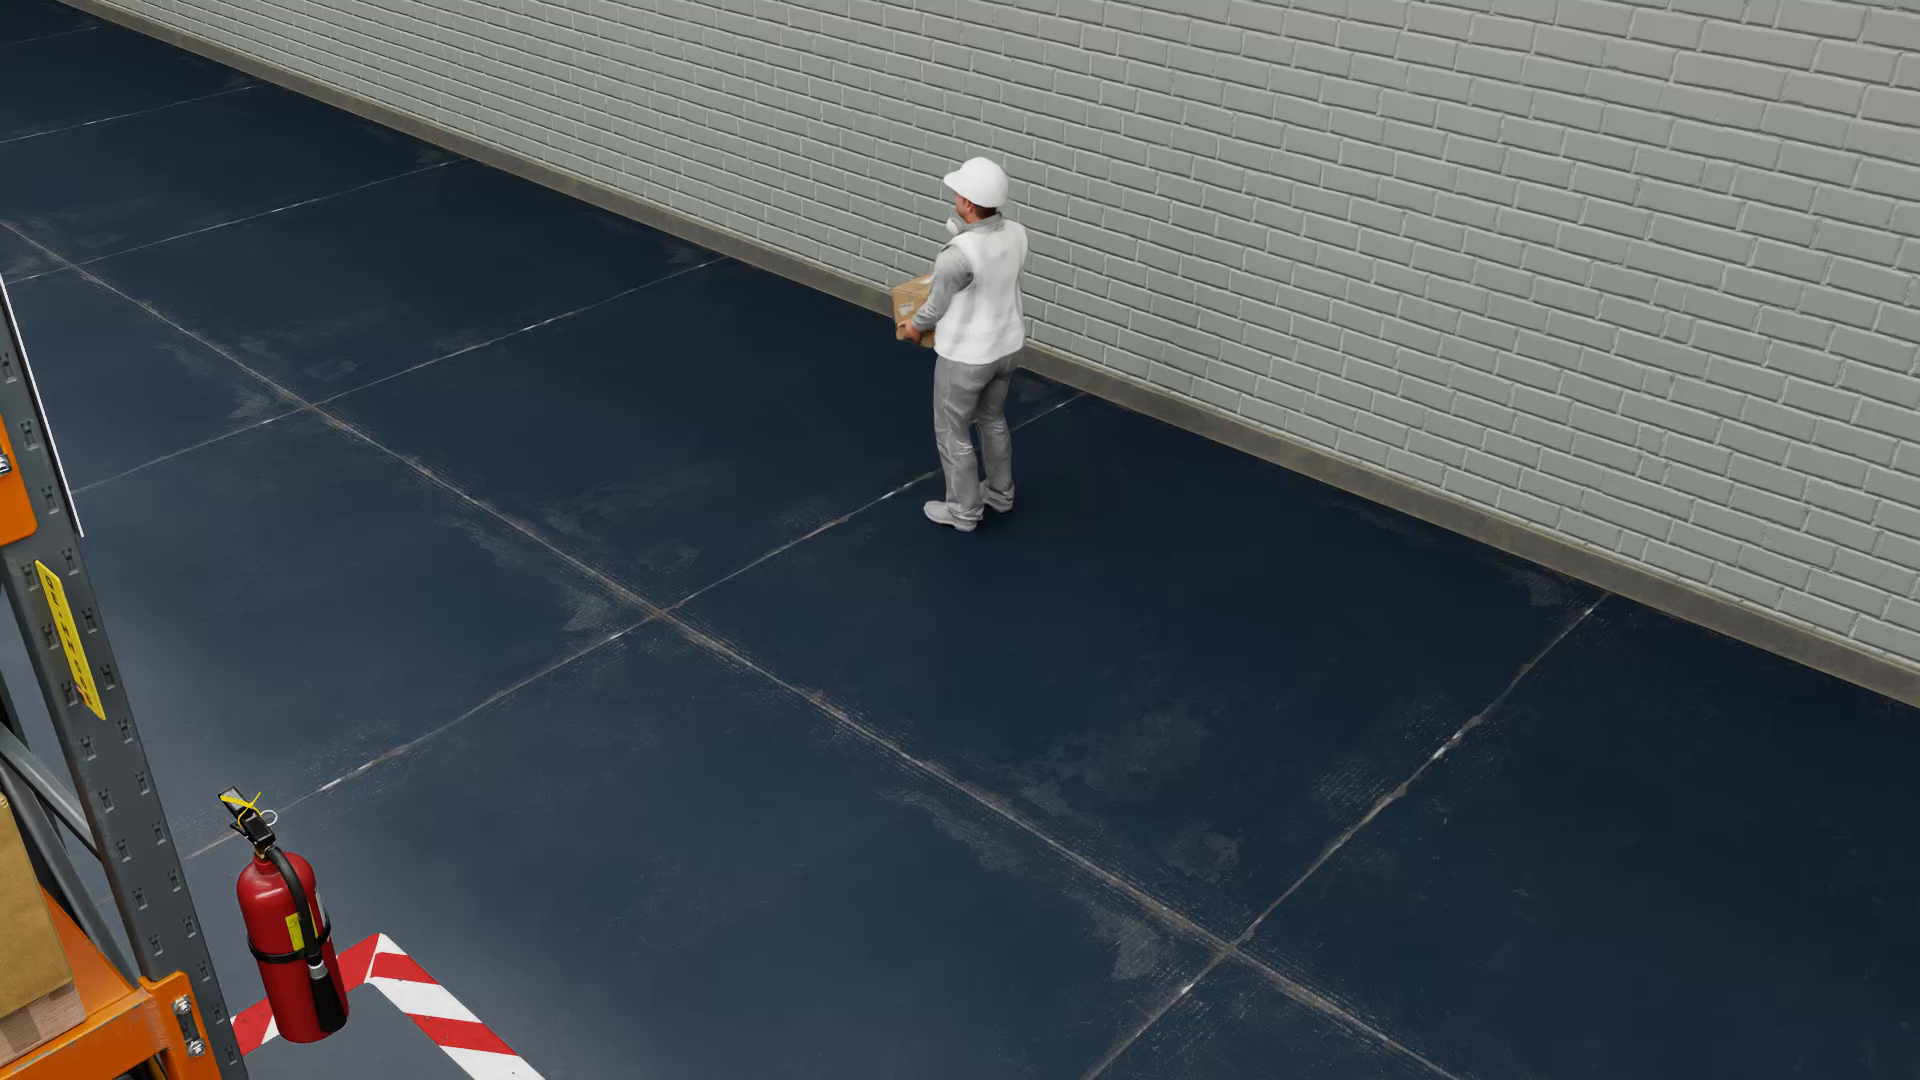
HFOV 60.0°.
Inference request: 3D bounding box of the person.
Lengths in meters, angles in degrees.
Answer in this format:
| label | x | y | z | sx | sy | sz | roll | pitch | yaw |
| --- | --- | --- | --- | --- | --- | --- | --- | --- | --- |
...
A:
| label | x | y | z | sx | sy | sz | roll | pitch | yaw |
| --- | --- | --- | --- | --- | --- | --- | --- | --- | --- |
| person | 0.006 | -0.906 | 7.606 | 0.542 | 1.775 | 0.514 | 25 | 39 | 35 |
